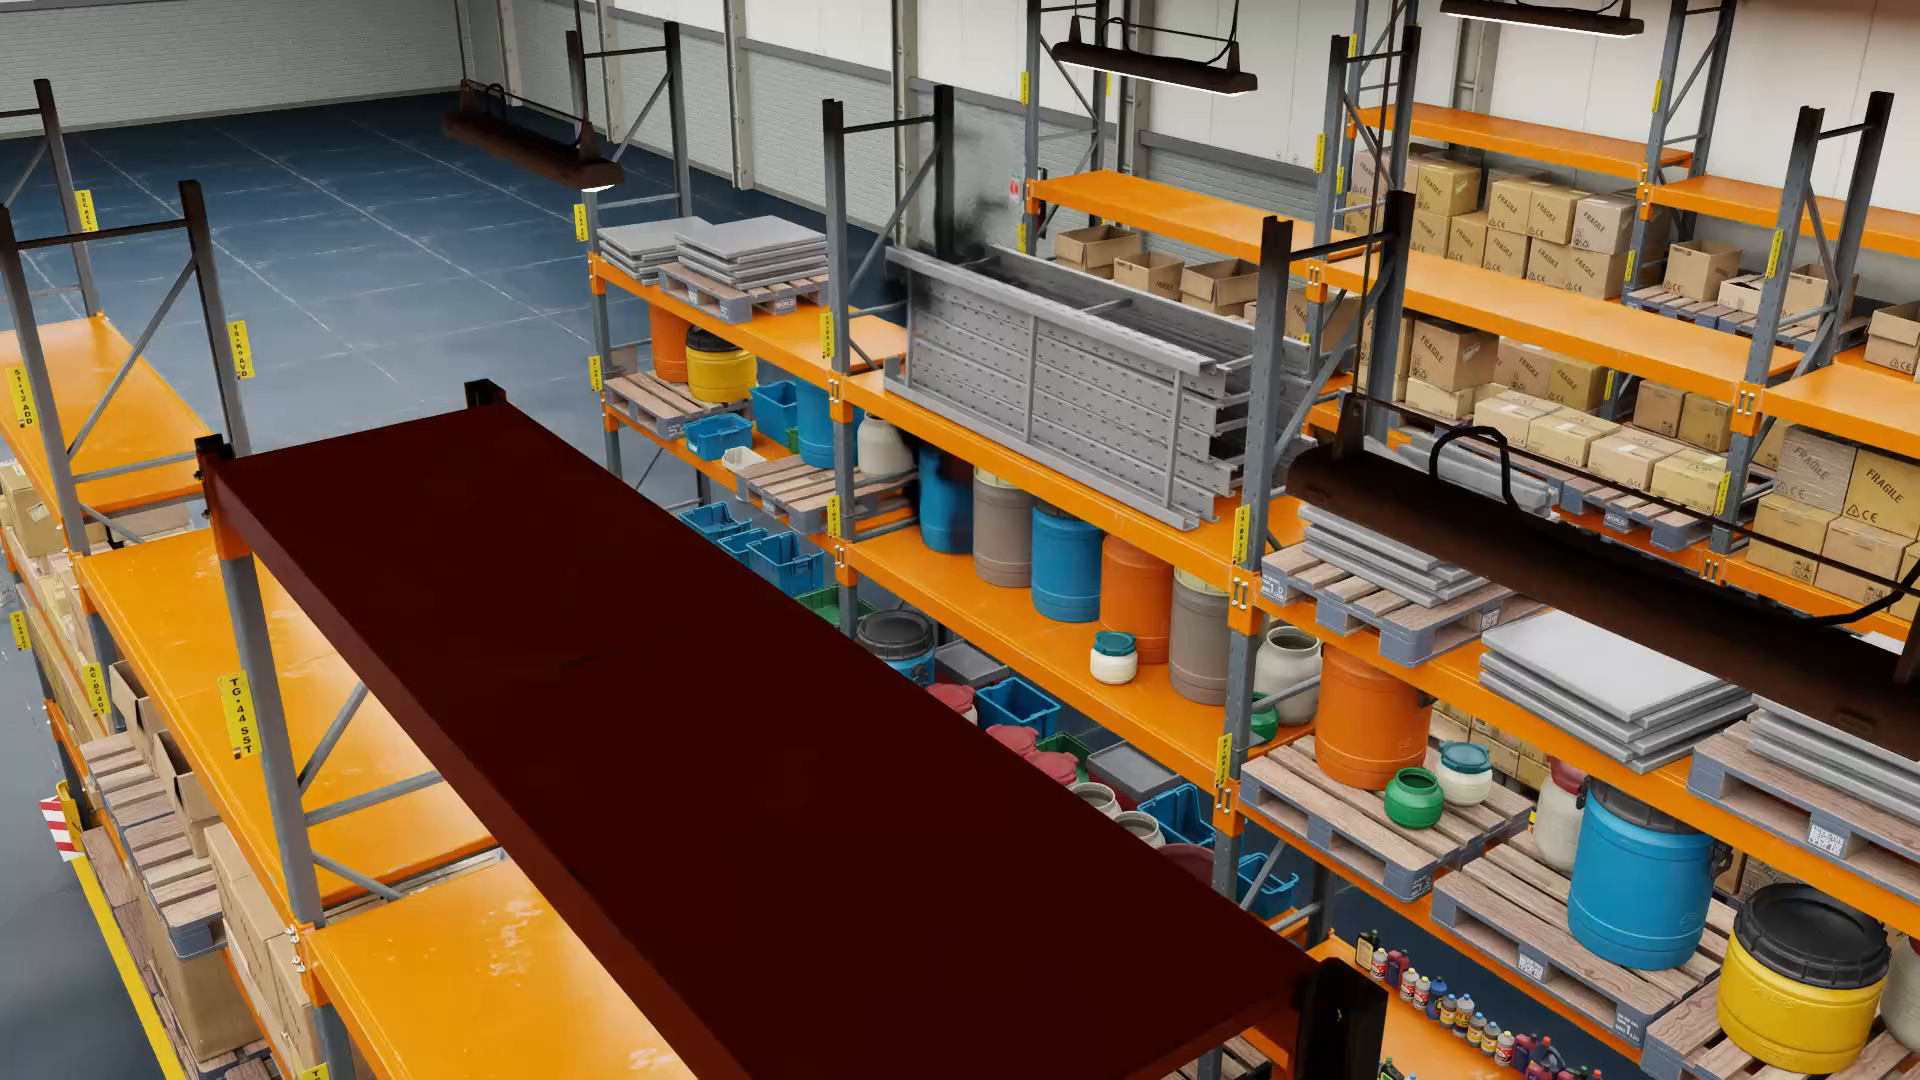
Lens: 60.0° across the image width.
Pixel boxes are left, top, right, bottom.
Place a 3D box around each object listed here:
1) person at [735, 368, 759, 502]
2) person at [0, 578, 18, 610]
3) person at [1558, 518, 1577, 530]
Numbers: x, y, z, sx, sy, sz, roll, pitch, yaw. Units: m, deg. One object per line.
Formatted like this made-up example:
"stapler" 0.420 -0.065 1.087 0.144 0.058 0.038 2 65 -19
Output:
"person" -2.457 -1.287 19.653 0.633 1.692 0.694 -6 25 -12
"person" -10.186 -0.013 16.826 0.878 1.784 0.651 -3 25 -7
"person" 5.646 0.461 15.979 0.592 1.734 0.684 -16 29 -31
